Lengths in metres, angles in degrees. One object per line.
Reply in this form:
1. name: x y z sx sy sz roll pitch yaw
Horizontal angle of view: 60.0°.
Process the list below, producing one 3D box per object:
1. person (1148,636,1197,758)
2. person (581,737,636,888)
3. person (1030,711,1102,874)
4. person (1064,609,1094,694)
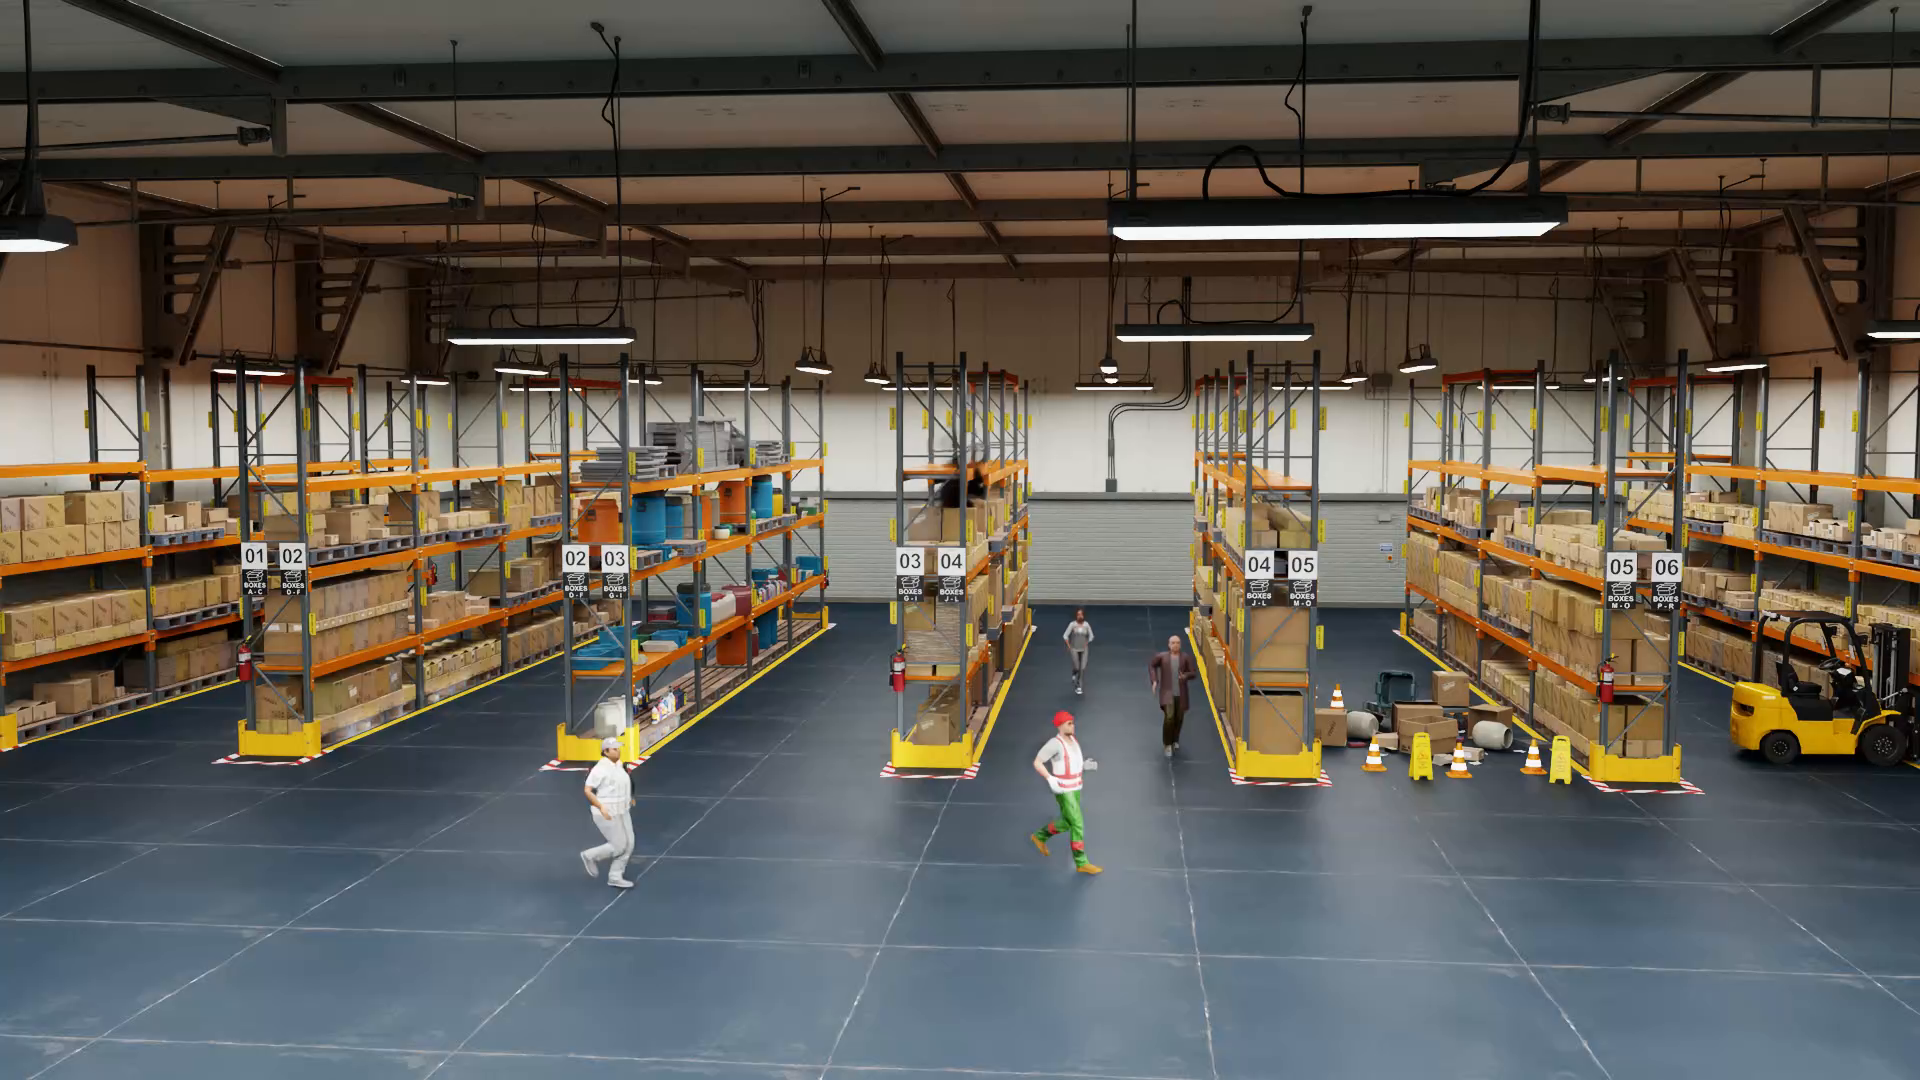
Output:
1. person: 3.206 2.349 24.966 0.670 1.834 0.809 0 4 -5
2. person: -3.774 2.923 17.885 0.566 1.620 0.622 1 4 17
3. person: 1.171 2.787 18.539 0.967 1.768 0.667 3 5 33
4. person: 2.198 2.047 30.704 0.549 1.552 0.556 0 4 -6
